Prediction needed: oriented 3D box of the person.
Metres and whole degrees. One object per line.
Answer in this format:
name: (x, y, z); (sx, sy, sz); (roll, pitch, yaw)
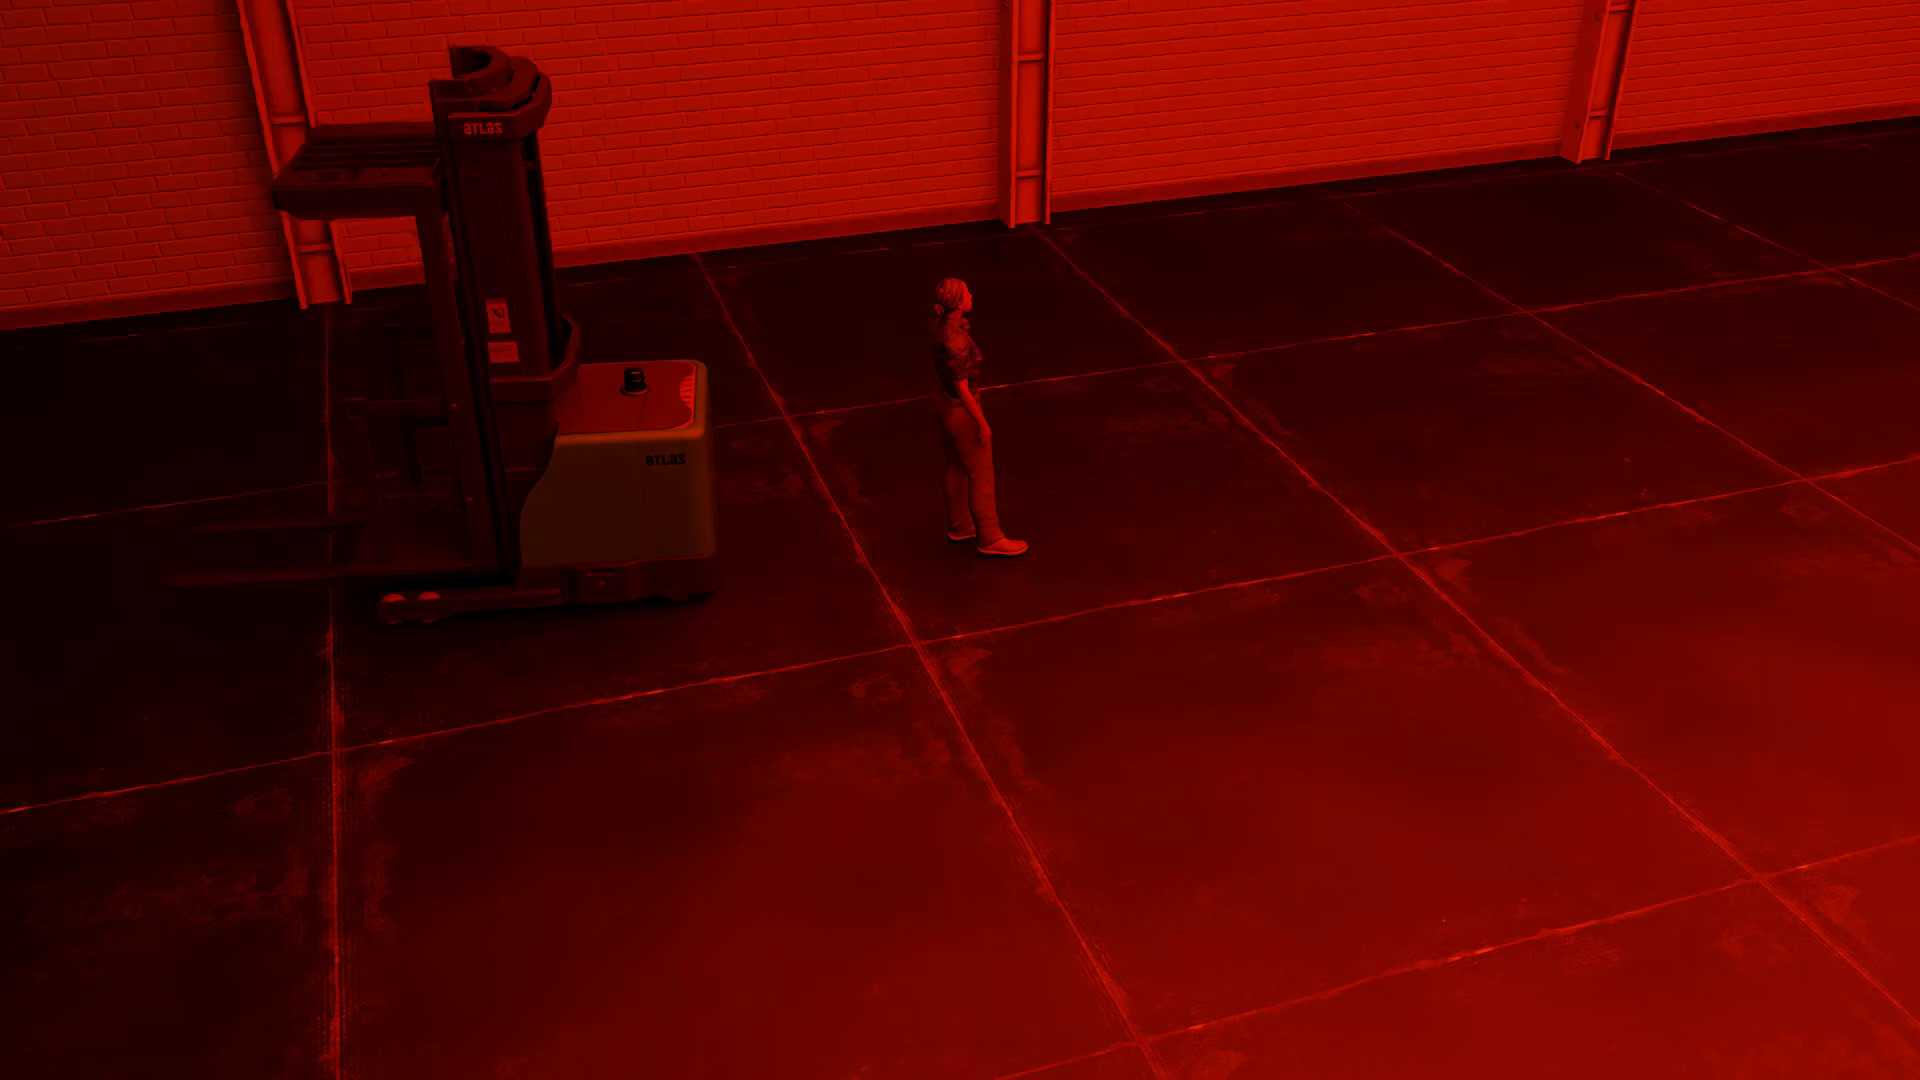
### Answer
person: (0.090, -0.728, 9.618); (0.503, 1.656, 0.570); (-10, 31, -16)

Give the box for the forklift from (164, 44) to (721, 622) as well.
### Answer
forklift: (-2.915, -1.082, 8.968); (3.031, 2.935, 1.130); (-3, 30, -6)
